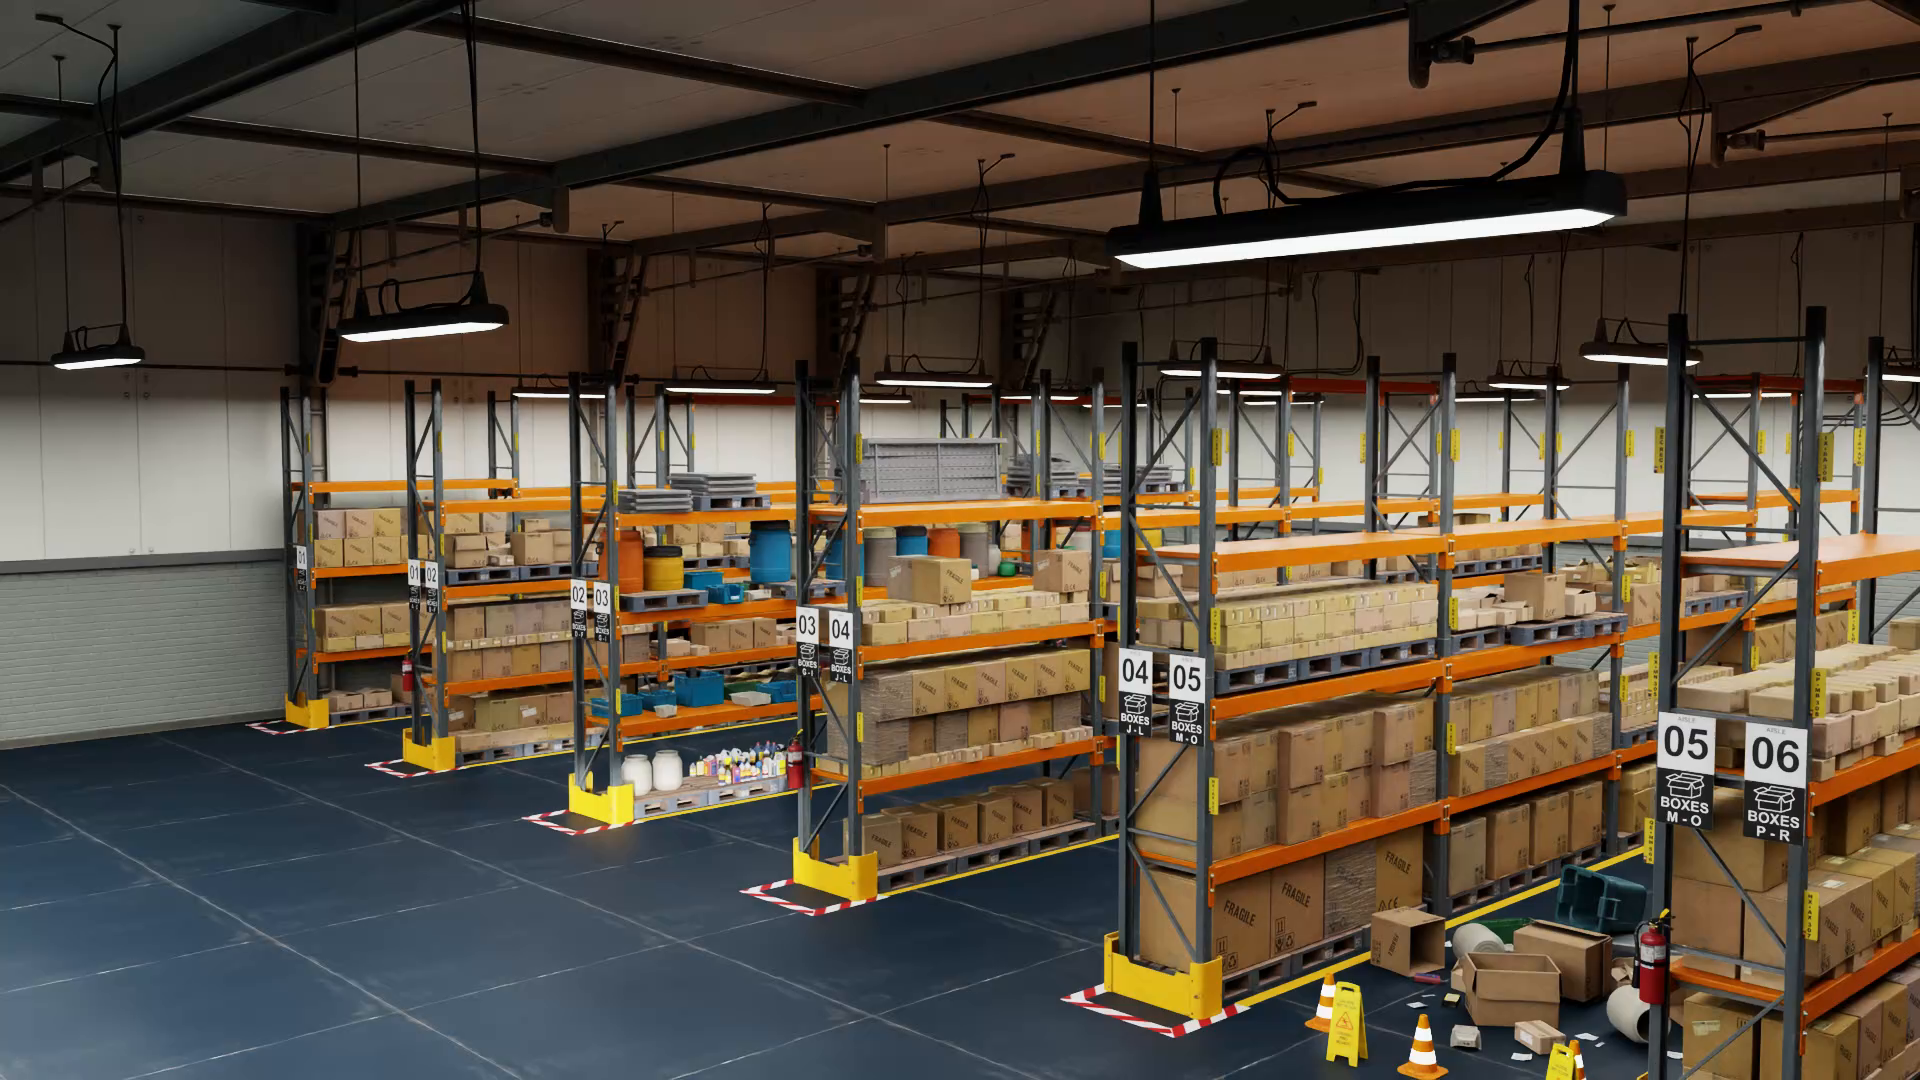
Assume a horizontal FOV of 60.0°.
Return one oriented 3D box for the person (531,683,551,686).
[{"bbox_3d":[-7.294,2.489,29.140,0.552,1.655,0.553,2,4,28],"label":"person"}]
